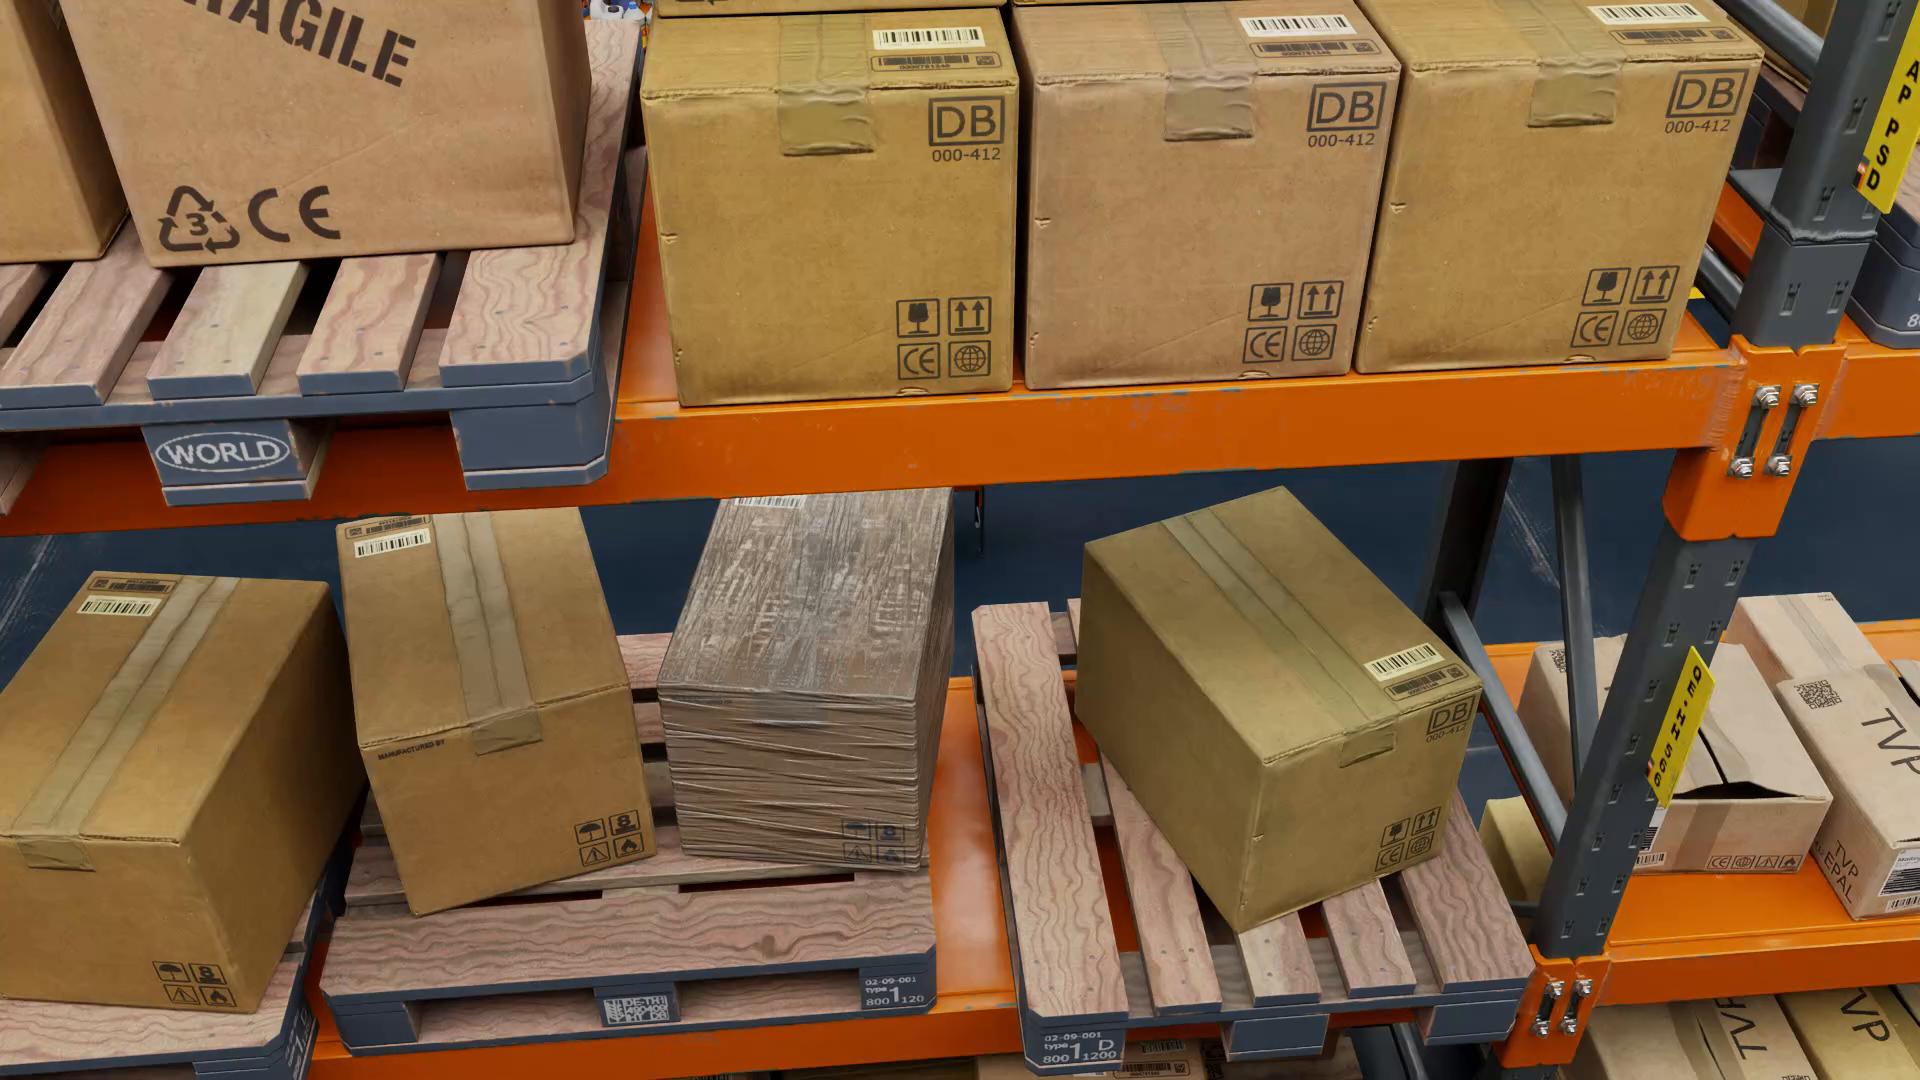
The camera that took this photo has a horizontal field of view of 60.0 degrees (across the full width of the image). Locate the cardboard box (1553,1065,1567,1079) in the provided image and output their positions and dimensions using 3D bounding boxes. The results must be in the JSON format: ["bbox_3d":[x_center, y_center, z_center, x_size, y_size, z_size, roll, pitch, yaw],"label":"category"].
[{"bbox_3d":[1.796,1.499,4.309,0.500,0.250,0.500,-3,38,-4],"label":"cardboard box"}]

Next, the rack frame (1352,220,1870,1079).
[{"bbox_3d":[1.248,0.432,3.781,0.127,3.000,1.000,-3,38,-4],"label":"rack frame"}]

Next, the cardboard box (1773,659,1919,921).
[{"bbox_3d":[2.156,0.538,3.719,0.500,0.311,0.500,-4,38,-5],"label":"cardboard box"}]

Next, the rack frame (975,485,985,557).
[{"bbox_3d":[0.078,-0.475,6.384,0.015,1.200,0.240,-3,38,-4],"label":"rack frame"}]

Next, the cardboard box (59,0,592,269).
[{"bbox_3d":[-0.900,-0.826,2.454,0.600,0.600,0.600,-5,39,-6],"label":"cardboard box"}]

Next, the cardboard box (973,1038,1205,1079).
[{"bbox_3d":[0.281,1.148,3.931,0.500,0.250,0.500,-2,38,-2],"label":"cardboard box"}]

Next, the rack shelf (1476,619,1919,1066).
[{"bbox_3d":[3.240,0.605,4.143,4.000,0.370,1.077,-3,38,-4],"label":"rack shelf"}]

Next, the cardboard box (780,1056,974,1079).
[{"bbox_3d":[-0.178,1.465,4.134,0.500,0.500,0.500,-4,38,-6],"label":"cardboard box"}]

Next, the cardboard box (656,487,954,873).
[{"bbox_3d":[-0.297,0.264,3.573,0.500,0.500,0.700,4,38,5],"label":"cardboard box"}]

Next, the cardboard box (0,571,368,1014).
[{"bbox_3d":[-1.565,0.483,3.297,0.500,0.500,0.700,3,38,3],"label":"cardboard box"}]

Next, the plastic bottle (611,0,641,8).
[{"bbox_3d":[-1.576,-2.645,7.781,0.135,0.276,0.152,-3,38,-4],"label":"plastic bottle"}]

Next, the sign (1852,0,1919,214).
[{"bbox_3d":[1.294,-0.613,2.267,0.005,0.325,0.100,-3,38,-4],"label":"sign"}]

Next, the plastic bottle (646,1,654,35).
[{"bbox_3d":[-1.308,-2.203,7.224,0.097,0.271,0.097,0,38,0],"label":"plastic bottle"}]

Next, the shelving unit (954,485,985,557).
[{"bbox_3d":[-0.165,-0.462,6.367,0.503,1.200,0.258,-3,38,-4],"label":"shelving unit"}]

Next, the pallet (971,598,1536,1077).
[{"bbox_3d":[0.579,0.588,3.738,1.003,0.211,1.213,-3,38,-4],"label":"pallet"}]

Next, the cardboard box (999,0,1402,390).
[{"bbox_3d":[0.308,-0.712,2.728,0.500,0.500,0.910,-3,38,-4],"label":"cardboard box"}]

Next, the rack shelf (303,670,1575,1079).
[{"bbox_3d":[-0.744,0.824,3.864,4.000,0.370,1.077,-3,38,-4],"label":"rack shelf"}]

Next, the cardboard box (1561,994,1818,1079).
[{"bbox_3d":[1.796,1.279,4.135,0.500,0.311,0.500,-2,38,-2],"label":"cardboard box"}]

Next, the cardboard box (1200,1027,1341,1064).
[{"bbox_3d":[0.769,1.089,4.611,0.500,0.500,0.500,-2,38,-2],"label":"cardboard box"}]

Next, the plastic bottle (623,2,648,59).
[{"bbox_3d":[-1.405,-2.198,7.217,0.097,0.271,0.097,0,38,0],"label":"plastic bottle"}]

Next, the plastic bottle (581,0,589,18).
[{"bbox_3d":[-1.778,-2.554,7.670,0.097,0.271,0.097,0,38,0],"label":"plastic bottle"}]

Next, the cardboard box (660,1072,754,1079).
[{"bbox_3d":[-0.737,1.207,3.856,0.500,0.250,0.500,-4,38,-5],"label":"cardboard box"}]

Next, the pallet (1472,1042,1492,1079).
[{"bbox_3d":[2.071,1.506,4.671,1.213,0.211,1.003,-3,38,-4],"label":"pallet"}]

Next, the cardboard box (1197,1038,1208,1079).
[{"bbox_3d":[0.337,1.437,4.170,0.500,0.500,0.500,-2,38,-2],"label":"cardboard box"}]

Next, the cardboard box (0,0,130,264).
[{"bbox_3d":[-1.564,-0.802,2.423,0.600,0.600,0.600,-4,38,-4],"label":"cardboard box"}]

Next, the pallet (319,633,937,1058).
[{"bbox_3d":[-0.689,0.617,3.701,1.213,0.211,1.003,-3,38,-4],"label":"pallet"}]

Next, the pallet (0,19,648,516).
[{"bbox_3d":[-1.048,-0.503,2.697,1.003,0.211,1.213,-3,38,-4],"label":"pallet"}]

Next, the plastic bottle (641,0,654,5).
[{"bbox_3d":[-1.463,-2.639,7.833,0.097,0.201,0.097,0,38,0],"label":"plastic bottle"}]

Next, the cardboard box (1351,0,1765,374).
[{"bbox_3d":[0.816,-0.740,2.764,0.500,0.500,0.910,-3,38,-4],"label":"cardboard box"}]

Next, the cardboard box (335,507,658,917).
[{"bbox_3d":[-0.982,0.312,3.513,0.500,0.500,0.700,-13,40,-15],"label":"cardboard box"}]

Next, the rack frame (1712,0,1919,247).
[{"bbox_3d":[1.248,-1.923,1.922,0.127,3.000,1.000,-3,38,-4],"label":"rack frame"}]

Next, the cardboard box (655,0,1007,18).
[{"bbox_3d":[-0.203,-1.101,2.415,0.500,0.500,0.500,-3,38,-4],"label":"cardboard box"}]

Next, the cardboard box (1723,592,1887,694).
[{"bbox_3d":[2.119,0.311,4.137,0.250,0.149,0.380,-3,38,-4],"label":"cardboard box"}]

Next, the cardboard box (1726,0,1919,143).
[{"bbox_3d":[1.695,-0.911,2.844,0.500,0.250,0.500,-6,39,-7],"label":"cardboard box"}]

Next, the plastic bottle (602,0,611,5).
[{"bbox_3d":[-1.694,-2.626,7.817,0.097,0.201,0.097,0,38,0],"label":"plastic bottle"}]

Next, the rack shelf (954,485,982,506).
[{"bbox_3d":[-0.165,-0.253,6.531,0.480,0.148,0.258,-3,38,-4],"label":"rack shelf"}]

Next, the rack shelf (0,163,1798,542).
[{"bbox_3d":[-0.744,-0.353,2.935,4.000,0.370,1.077,-3,38,-4],"label":"rack shelf"}]

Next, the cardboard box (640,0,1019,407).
[{"bbox_3d":[-0.210,-0.683,2.692,0.500,0.500,0.910,-3,38,-4],"label":"cardboard box"}]

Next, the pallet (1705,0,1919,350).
[{"bbox_3d":[1.916,-0.764,3.027,1.003,0.211,1.213,-1,38,-2],"label":"pallet"}]

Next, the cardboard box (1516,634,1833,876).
[{"bbox_3d":[1.614,0.474,3.799,0.500,0.311,0.500,-1,38,-1],"label":"cardboard box"}]

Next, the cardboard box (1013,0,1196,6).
[{"bbox_3d":[0.305,-1.129,2.450,0.500,0.500,0.500,-3,38,-4],"label":"cardboard box"}]

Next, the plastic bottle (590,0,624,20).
[{"bbox_3d":[-1.523,-2.210,7.229,0.135,0.276,0.152,-3,38,-4],"label":"plastic bottle"}]

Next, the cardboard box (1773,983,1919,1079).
[{"bbox_3d":[2.318,1.245,4.179,0.500,0.311,0.500,-4,38,-5],"label":"cardboard box"}]

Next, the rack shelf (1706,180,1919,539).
[{"bbox_3d":[3.240,-0.573,3.213,4.000,0.370,1.077,-3,38,-4],"label":"rack shelf"}]

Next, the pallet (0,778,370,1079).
[{"bbox_3d":[-1.931,0.750,3.532,1.213,0.211,1.003,-3,38,-4],"label":"pallet"}]

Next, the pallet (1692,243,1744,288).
[{"bbox_3d":[4.018,-1.682,8.711,1.213,0.211,1.003,-3,38,-4],"label":"pallet"}]

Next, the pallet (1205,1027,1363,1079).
[{"bbox_3d":[0.501,1.545,4.622,1.213,0.211,1.003,-3,38,-4],"label":"pallet"}]

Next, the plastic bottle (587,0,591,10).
[{"bbox_3d":[-1.807,-2.632,7.765,0.135,0.276,0.152,-3,38,-4],"label":"plastic bottle"}]

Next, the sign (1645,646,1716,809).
[{"bbox_3d":[1.305,0.343,3.023,0.005,0.325,0.100,-3,38,-4],"label":"sign"}]

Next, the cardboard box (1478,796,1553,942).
[{"bbox_3d":[1.748,0.946,4.558,0.500,0.311,0.500,-2,38,-3],"label":"cardboard box"}]

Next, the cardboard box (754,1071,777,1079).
[{"bbox_3d":[-0.701,1.498,4.093,0.500,0.500,0.500,-5,38,-6],"label":"cardboard box"}]

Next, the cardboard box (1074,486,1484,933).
[{"bbox_3d":[0.631,0.332,3.488,0.500,0.500,0.700,-16,41,-19],"label":"cardboard box"}]

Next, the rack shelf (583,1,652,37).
[{"bbox_3d":[-1.179,-2.232,7.738,4.000,0.370,1.077,-3,38,-4],"label":"rack shelf"}]

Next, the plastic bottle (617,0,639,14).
[{"bbox_3d":[-1.547,-2.567,7.686,0.097,0.271,0.097,0,38,0],"label":"plastic bottle"}]
